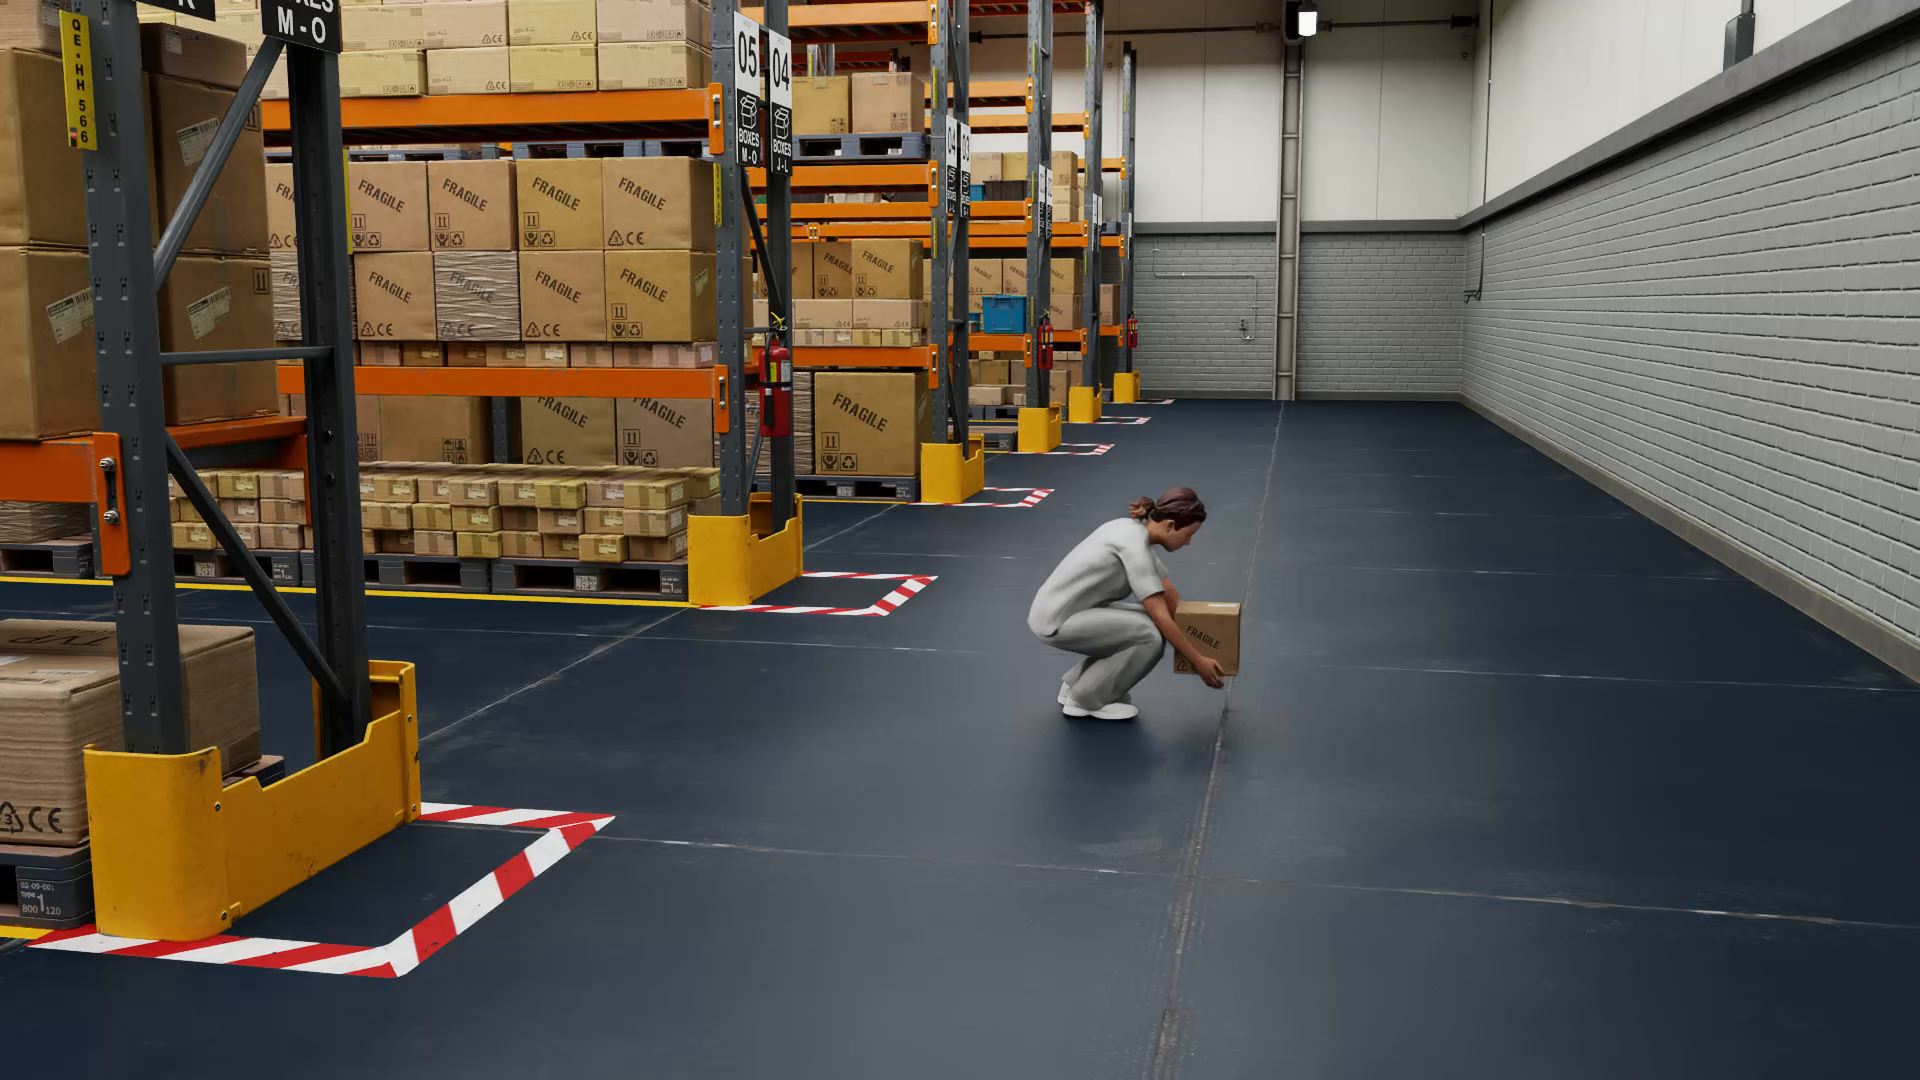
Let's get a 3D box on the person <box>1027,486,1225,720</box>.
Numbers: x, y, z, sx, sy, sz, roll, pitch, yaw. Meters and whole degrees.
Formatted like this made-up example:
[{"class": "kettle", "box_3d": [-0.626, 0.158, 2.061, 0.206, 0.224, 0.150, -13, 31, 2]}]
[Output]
[{"class": "person", "box_3d": [0.680, 0.248, 6.745, 0.806, 0.936, 0.479, 2, 8, 11]}]
